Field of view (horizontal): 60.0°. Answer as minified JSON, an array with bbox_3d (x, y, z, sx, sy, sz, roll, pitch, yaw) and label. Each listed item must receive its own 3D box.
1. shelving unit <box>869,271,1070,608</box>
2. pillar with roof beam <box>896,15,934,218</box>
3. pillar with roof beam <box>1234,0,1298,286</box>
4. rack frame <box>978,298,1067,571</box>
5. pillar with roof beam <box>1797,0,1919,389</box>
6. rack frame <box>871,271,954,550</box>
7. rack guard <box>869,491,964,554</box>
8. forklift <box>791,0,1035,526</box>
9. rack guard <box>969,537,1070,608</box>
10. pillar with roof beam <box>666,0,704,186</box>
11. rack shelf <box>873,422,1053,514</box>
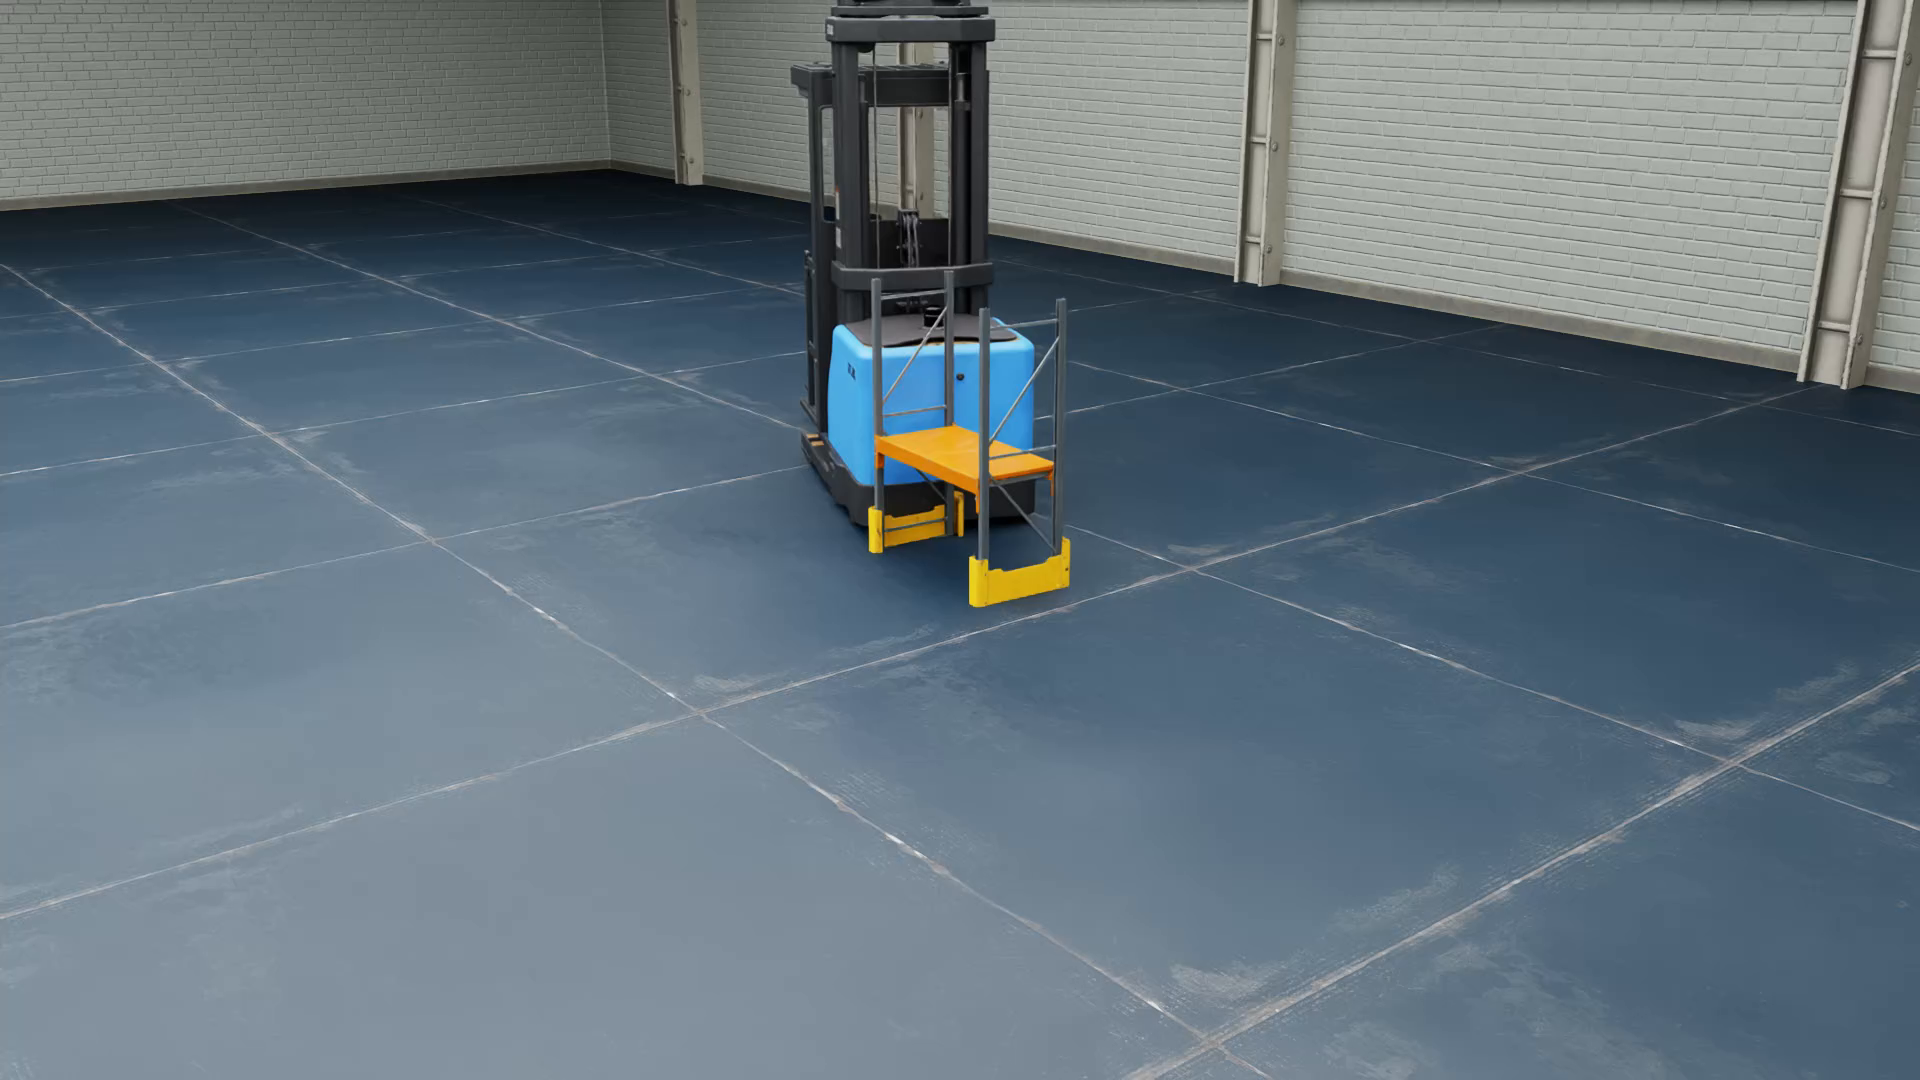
[{"bbox_3d":[0.034,-0.561,8.671,0.587,1.500,1.083,-12,22,-31],"label":"shelving unit"},{"bbox_3d":[-3.955,-7.634,18.101,9.100,9.000,0.400,-14,23,-36],"label":"pillar with roof beam"},{"bbox_3d":[-0.229,-6.155,13.636,9.100,9.000,0.400,-14,23,-36],"label":"pillar with roof beam"},{"bbox_3d":[0.309,-0.430,8.275,0.500,1.500,0.032,-12,22,-31],"label":"rack frame"},{"bbox_3d":[3.496,-4.677,9.171,9.100,9.000,0.400,-14,23,-36],"label":"pillar with roof beam"},{"bbox_3d":[-0.250,-0.697,9.082,0.500,1.500,0.032,-12,22,-31],"label":"rack frame"},{"bbox_3d":[-0.239,-0.099,9.263,0.587,0.250,0.087,-12,22,-31],"label":"rack guard"},{"bbox_3d":[-0.424,-1.892,10.413,1.130,2.935,3.031,-5,19,-13],"label":"forklift"},{"bbox_3d":[0.308,0.163,8.473,0.587,0.250,0.087,-12,22,-31],"label":"rack guard"},{"bbox_3d":[-7.680,-9.112,22.566,9.100,9.000,0.400,-14,23,-36],"label":"pillar with roof beam"},{"bbox_3d":[0.029,-0.393,8.735,0.538,0.185,1.000,-12,22,-31],"label":"rack shelf"}]
